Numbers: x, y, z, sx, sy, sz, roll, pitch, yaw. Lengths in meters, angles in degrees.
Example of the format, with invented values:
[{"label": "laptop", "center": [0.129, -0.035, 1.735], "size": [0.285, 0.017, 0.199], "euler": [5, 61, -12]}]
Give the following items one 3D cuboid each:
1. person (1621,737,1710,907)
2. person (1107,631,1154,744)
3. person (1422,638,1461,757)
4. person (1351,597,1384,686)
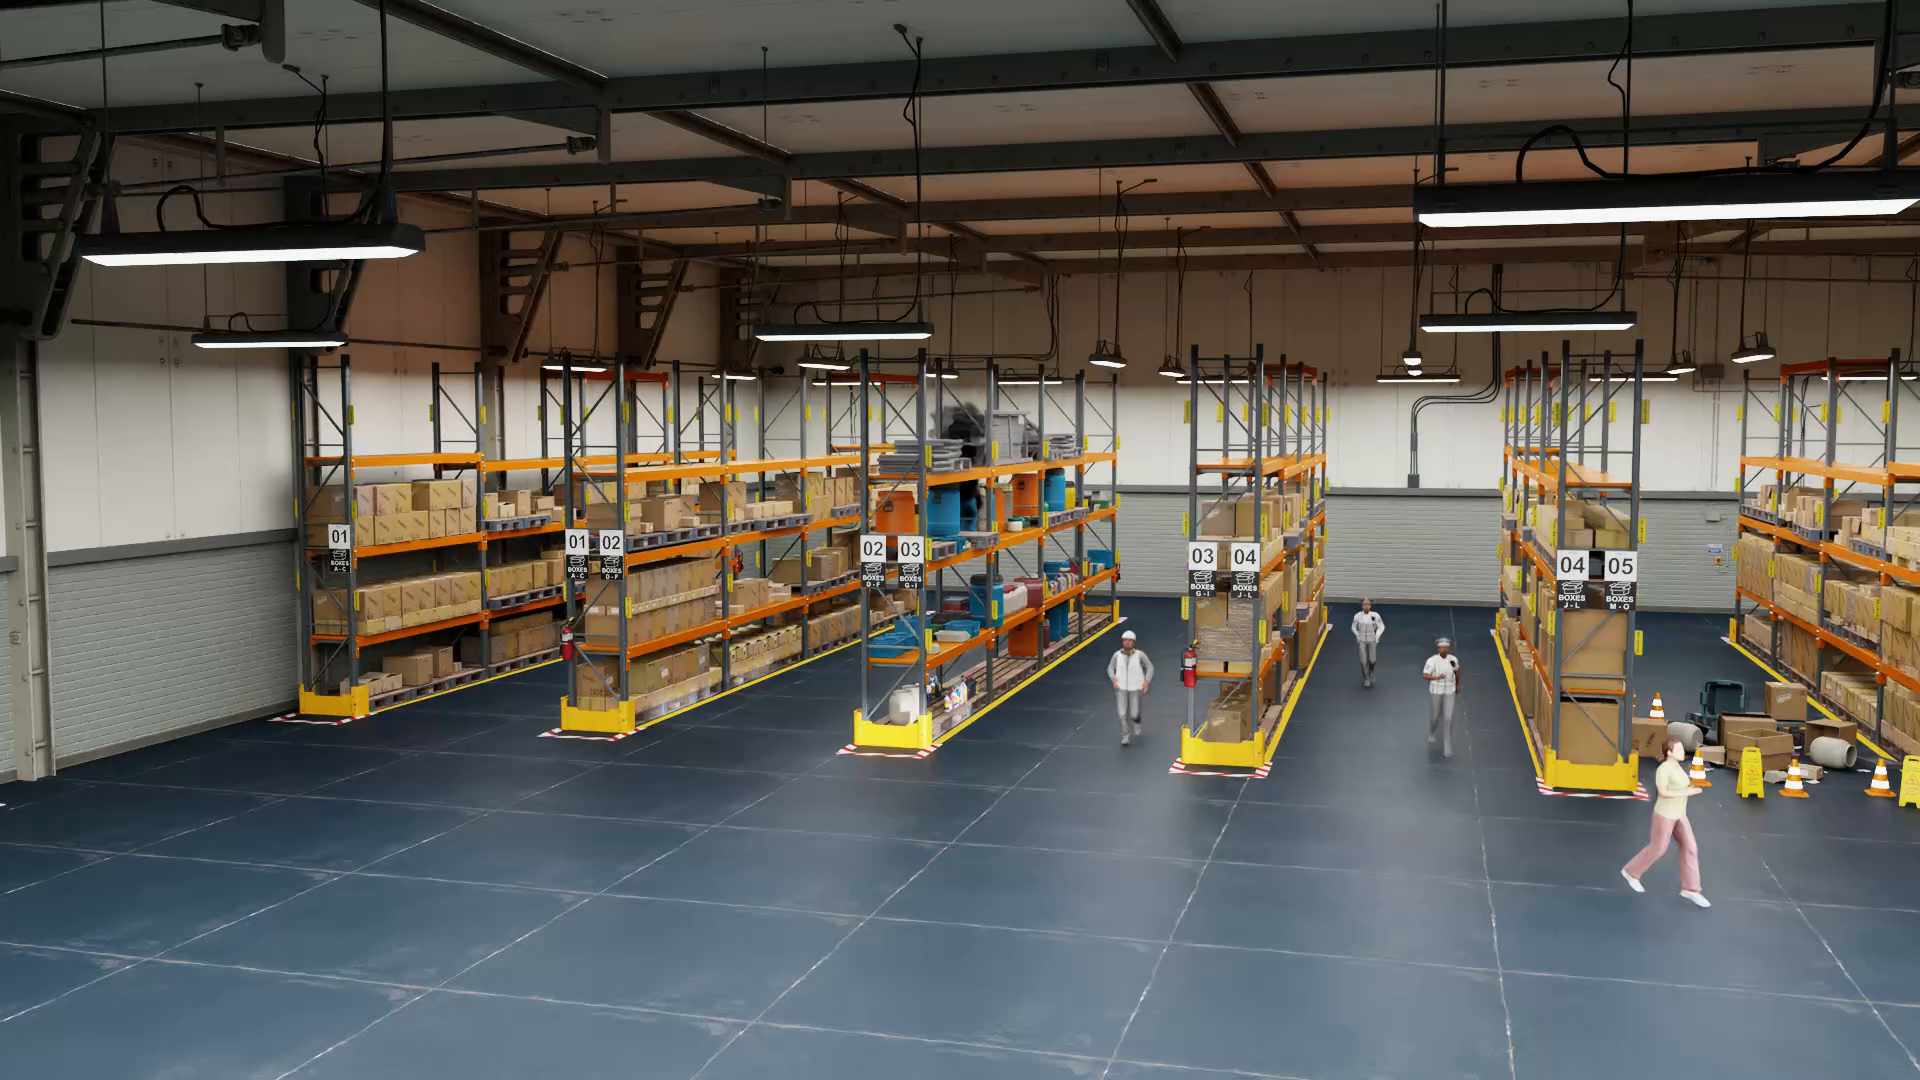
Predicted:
[{"label": "person", "center": [7.273, 2.875, 17.114], "size": [0.593, 1.673, 0.894], "euler": [-4, 6, -42]}, {"label": "person", "center": [2.575, 2.243, 25.282], "size": [0.707, 1.729, 0.569], "euler": [1, 4, 14]}, {"label": "person", "center": [7.151, 2.286, 24.682], "size": [0.604, 1.697, 0.900], "euler": [0, 4, 5]}, {"label": "person", "center": [7.495, 1.877, 30.604], "size": [0.589, 1.648, 0.528], "euler": [1, 4, 17]}]
